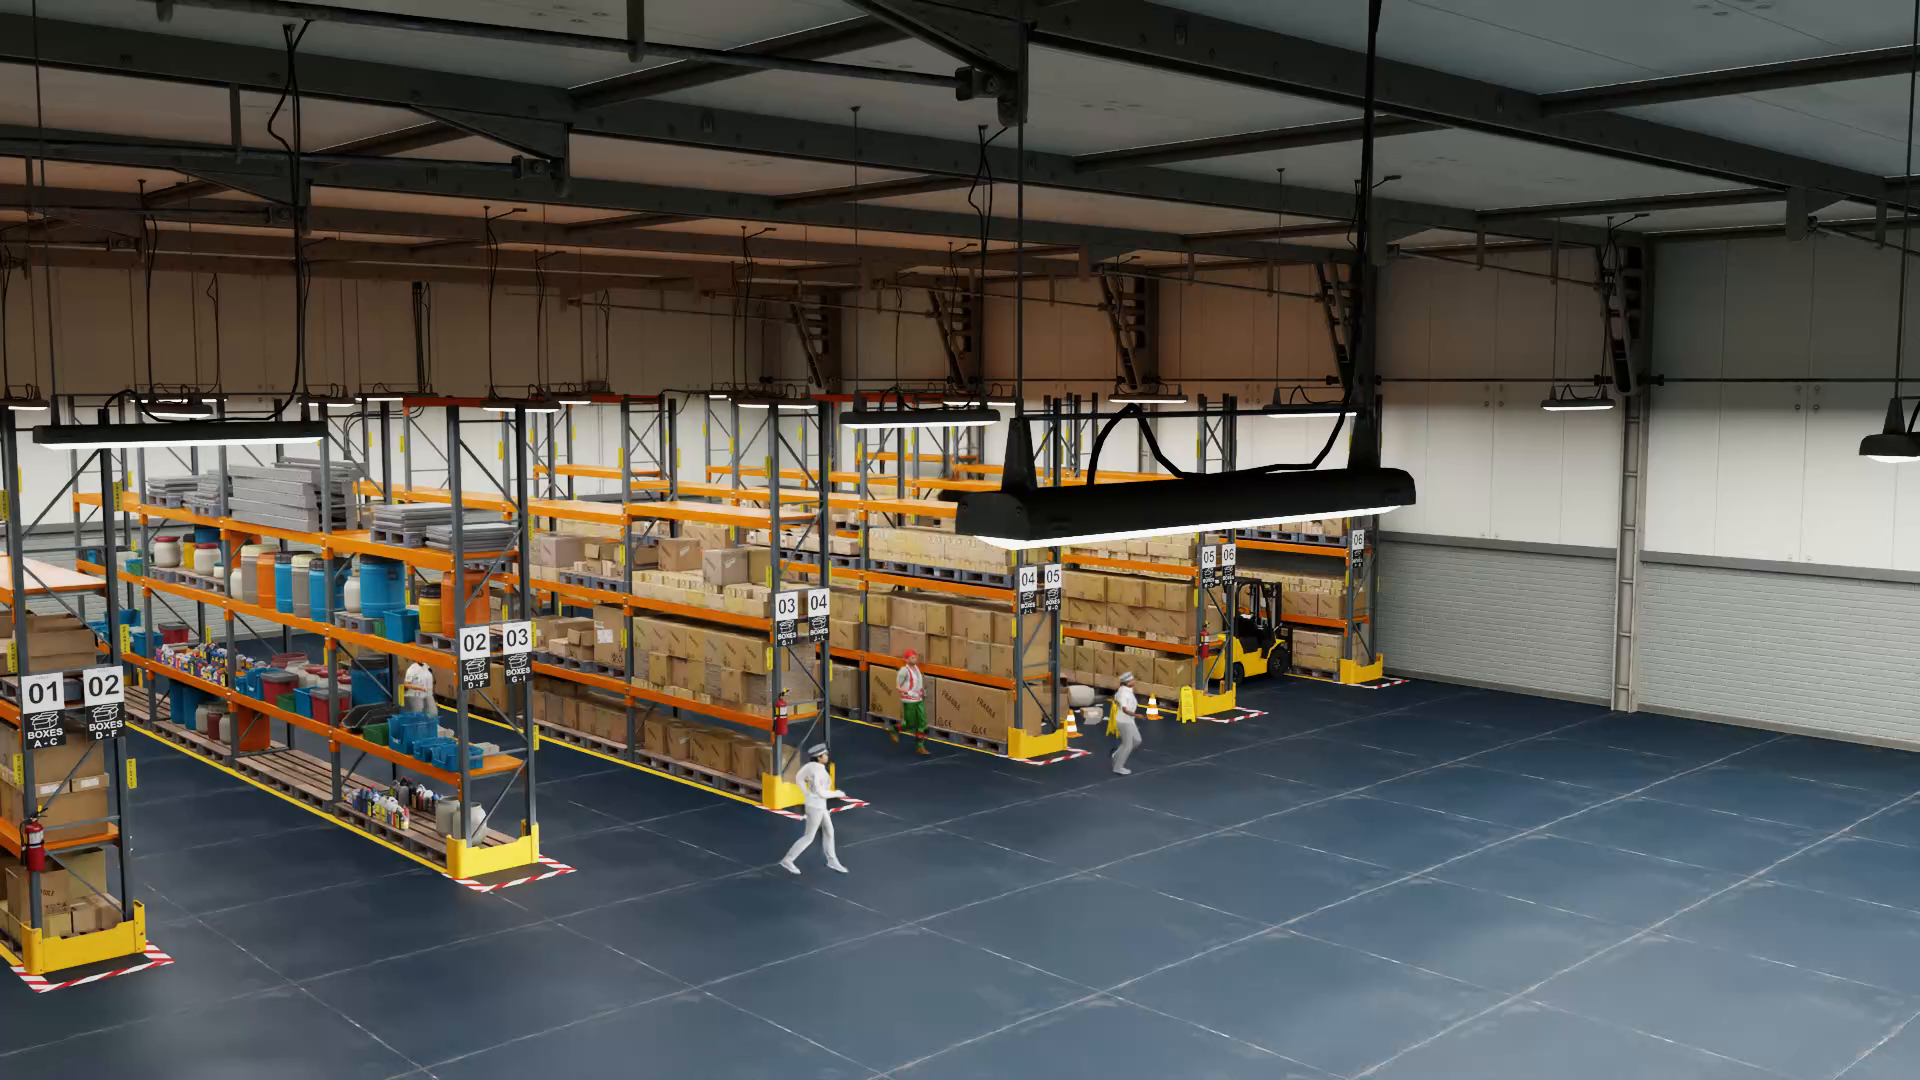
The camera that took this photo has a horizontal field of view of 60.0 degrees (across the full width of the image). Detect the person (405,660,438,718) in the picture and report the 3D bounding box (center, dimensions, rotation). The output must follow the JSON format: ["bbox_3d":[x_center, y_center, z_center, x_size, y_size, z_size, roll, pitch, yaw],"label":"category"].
[{"bbox_3d":[-9.332,2.725,28.935,0.547,1.624,0.607,4,7,37],"label":"person"}]

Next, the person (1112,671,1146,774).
[{"bbox_3d":[2.723,2.923,26.714,0.524,1.664,0.592,0,6,5],"label":"person"}]

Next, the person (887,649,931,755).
[{"bbox_3d":[-0.833,2.726,28.186,0.888,1.769,0.655,4,7,39],"label":"person"}]

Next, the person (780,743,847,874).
[{"bbox_3d":[-1.874,3.443,21.222,0.882,1.719,0.578,-1,6,-13],"label":"person"}]
